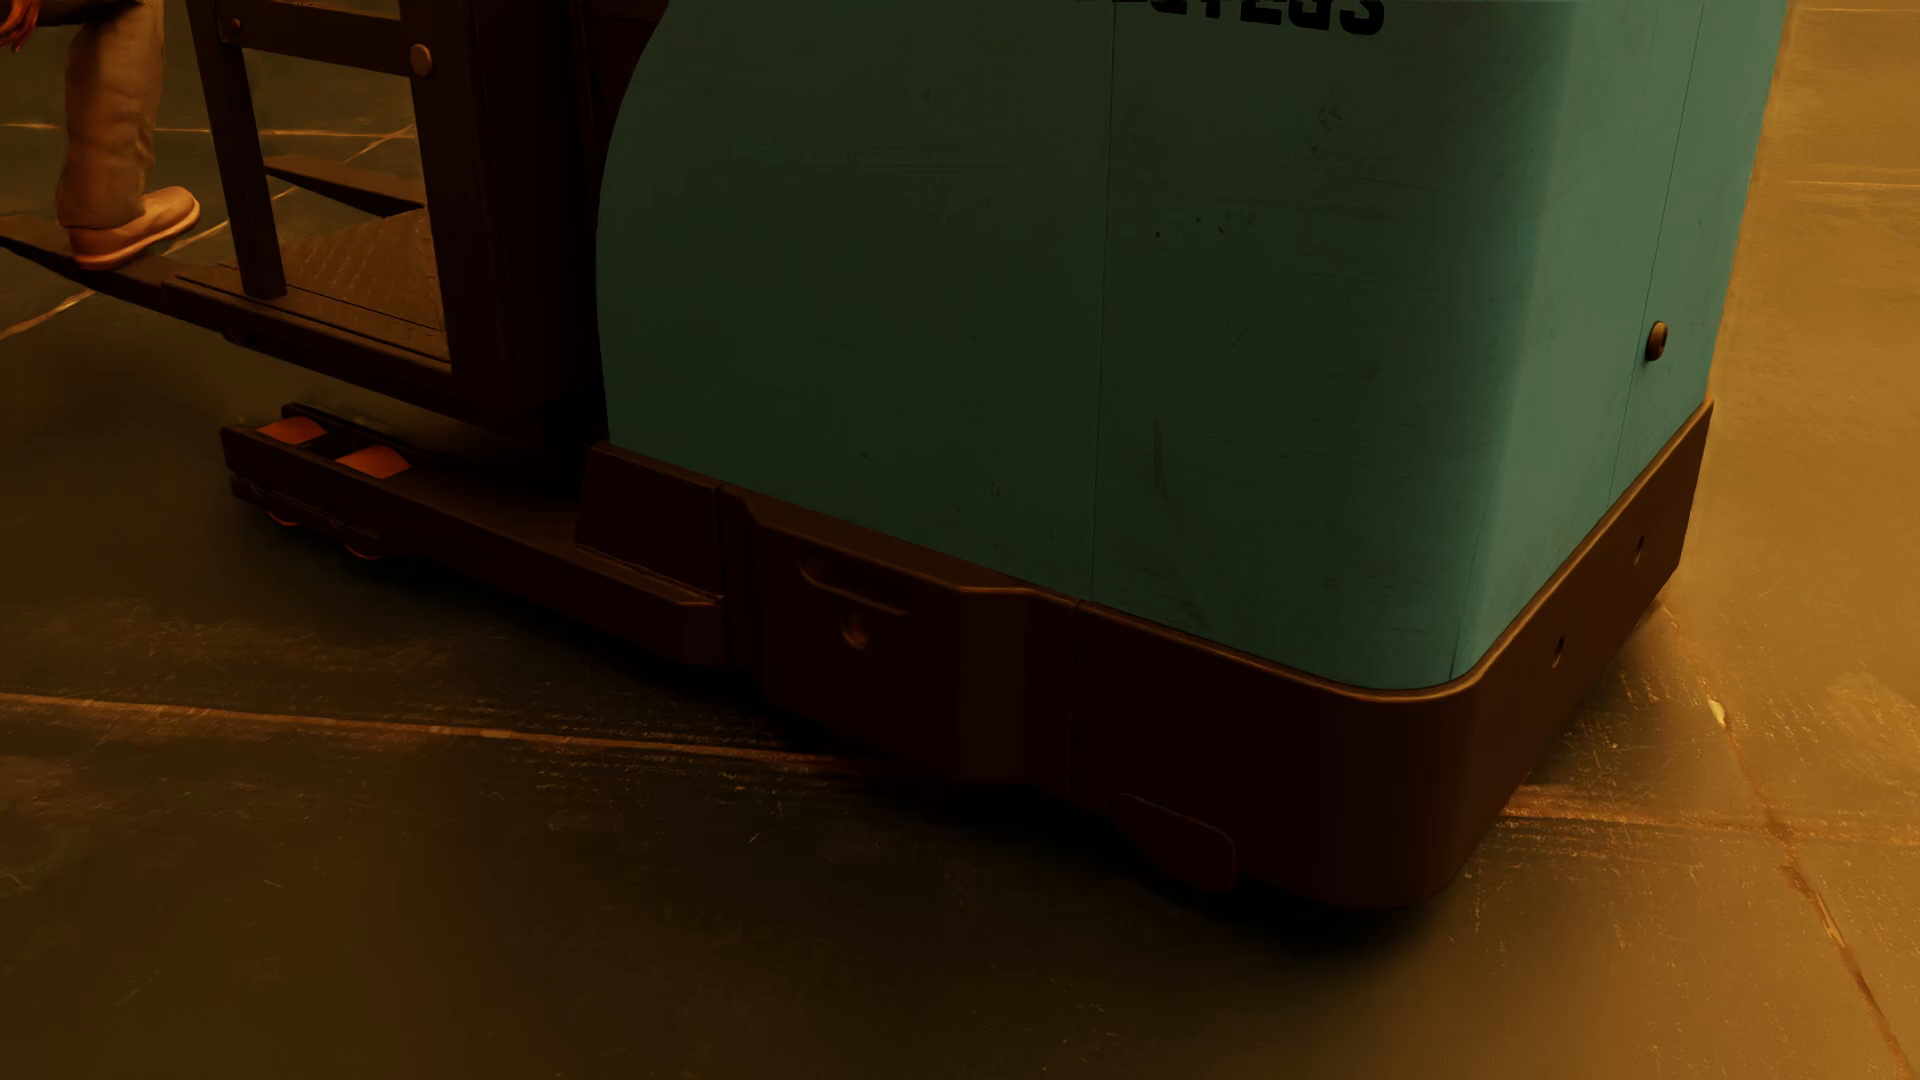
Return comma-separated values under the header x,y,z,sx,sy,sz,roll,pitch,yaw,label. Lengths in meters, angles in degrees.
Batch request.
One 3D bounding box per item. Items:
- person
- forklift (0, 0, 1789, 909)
x,y,z,sx,sy,sz,roll,pitch,yaw,label
-1.685,-0.960,2.634,0.571,1.611,0.701,1,27,2,person
-0.498,-1.453,2.130,3.031,2.935,1.130,18,32,32,forklift
